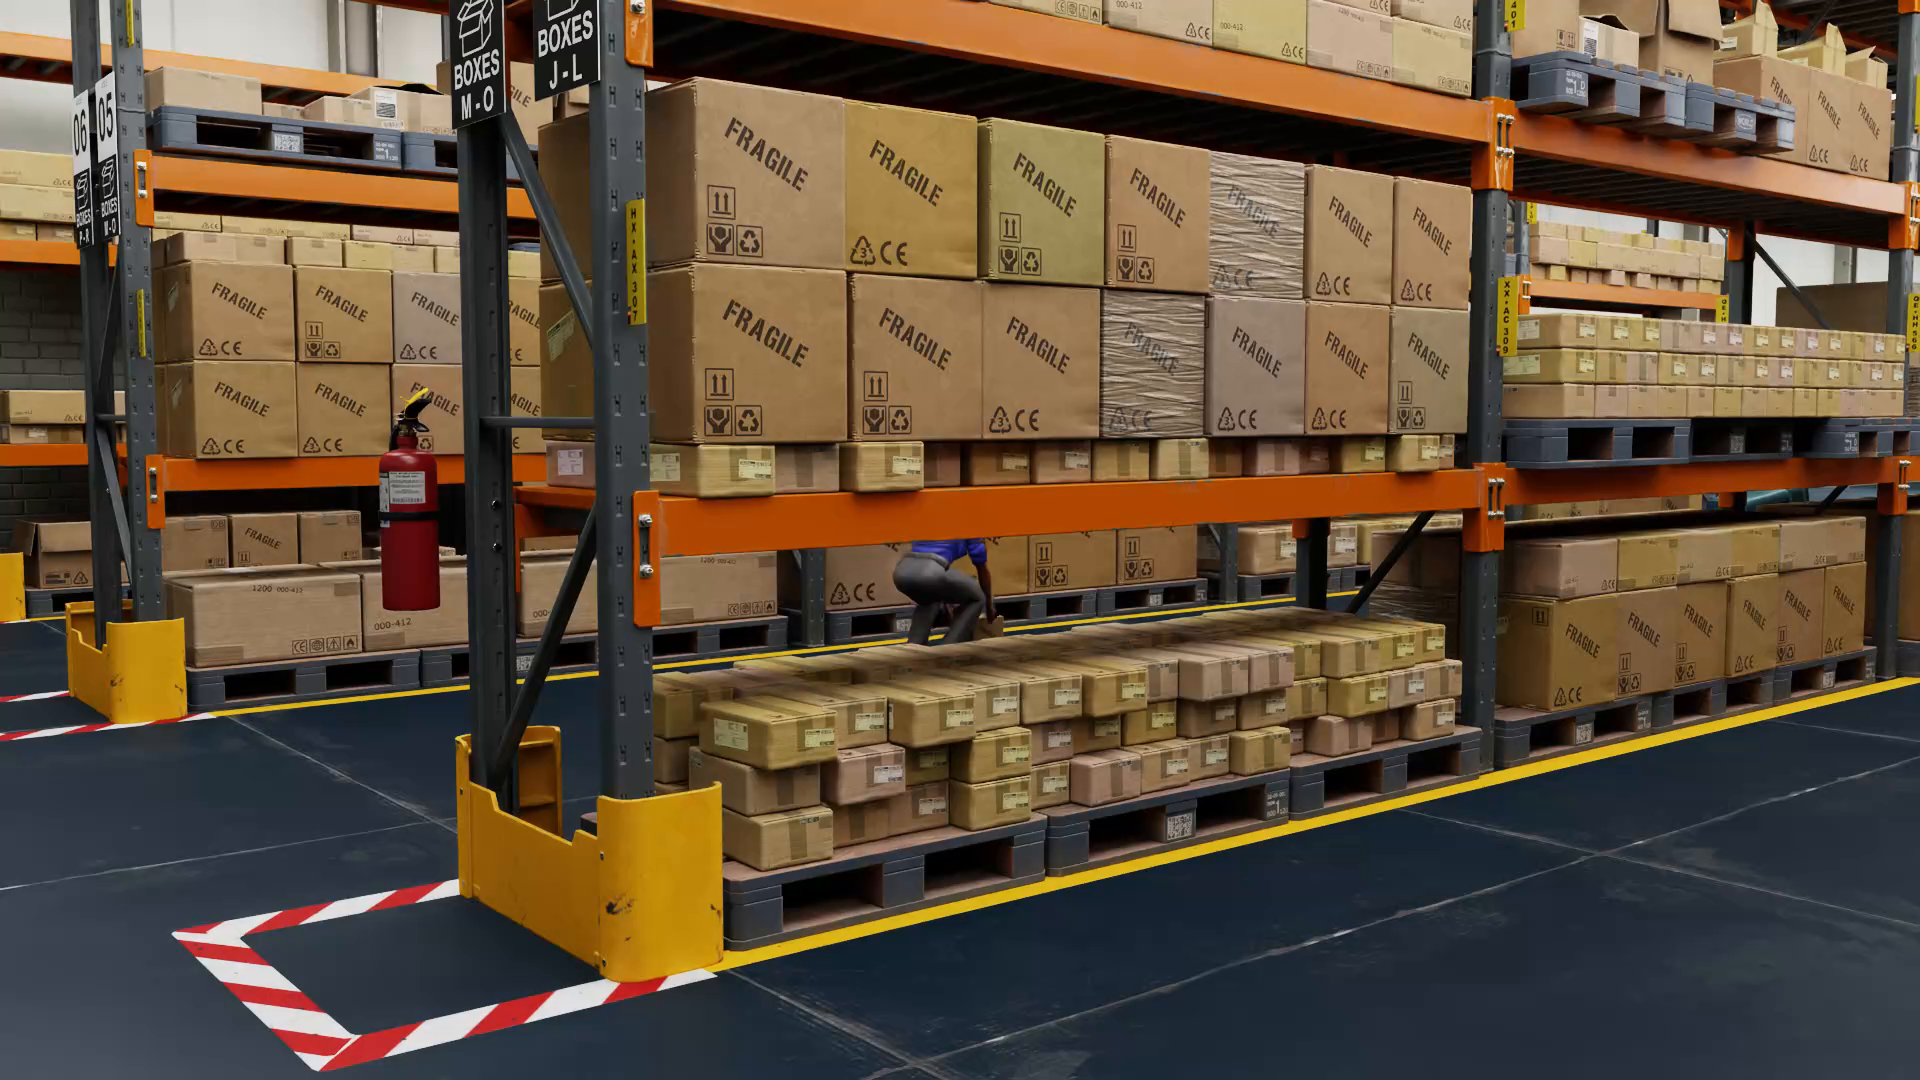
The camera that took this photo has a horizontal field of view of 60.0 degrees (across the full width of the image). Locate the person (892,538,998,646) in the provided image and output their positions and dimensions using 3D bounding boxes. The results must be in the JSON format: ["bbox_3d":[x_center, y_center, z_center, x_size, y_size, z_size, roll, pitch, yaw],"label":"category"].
[{"bbox_3d":[-0.109,0.240,10.317,0.482,1.026,0.766,3,6,37],"label":"person"}]
